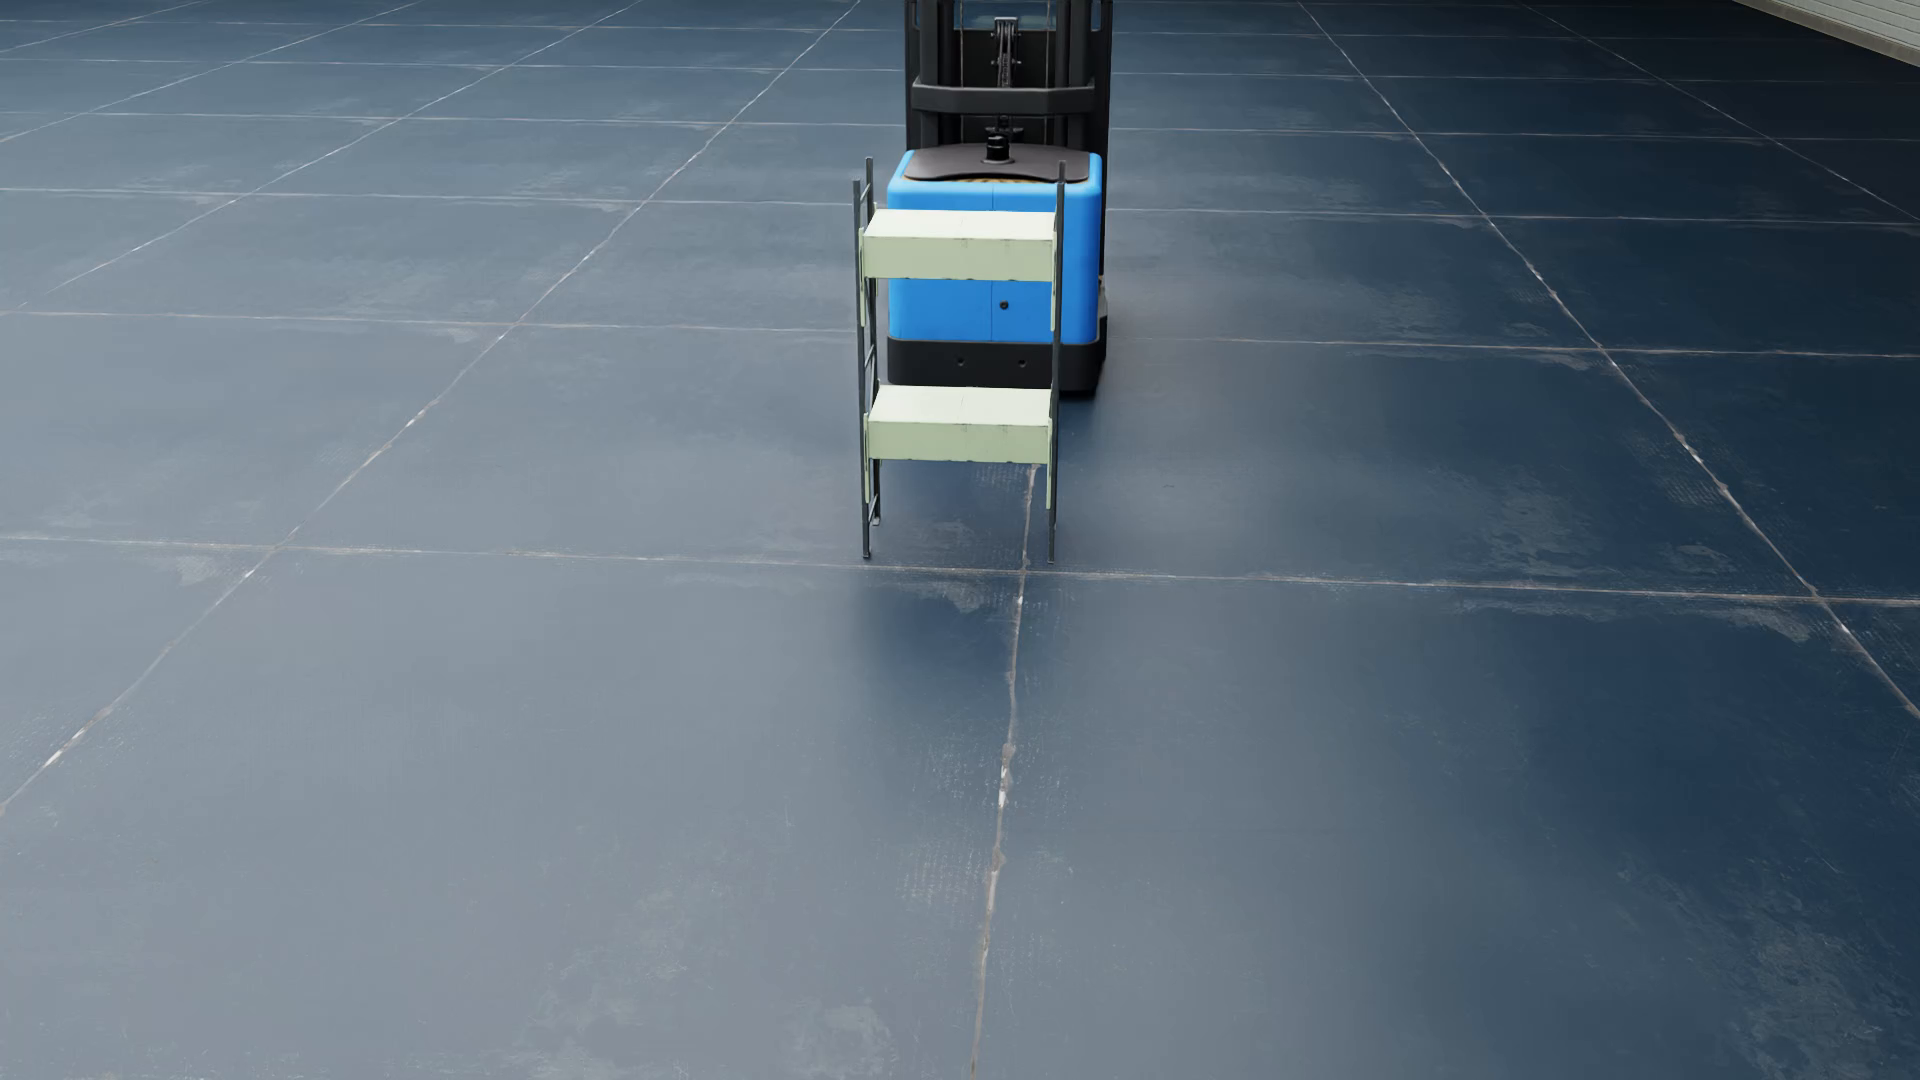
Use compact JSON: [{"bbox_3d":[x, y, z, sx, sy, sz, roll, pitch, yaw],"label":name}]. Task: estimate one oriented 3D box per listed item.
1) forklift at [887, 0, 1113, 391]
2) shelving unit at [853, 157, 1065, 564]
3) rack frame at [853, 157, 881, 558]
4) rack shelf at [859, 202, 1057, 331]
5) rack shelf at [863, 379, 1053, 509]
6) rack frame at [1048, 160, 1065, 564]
[{"bbox_3d":[0.273,-2.642,8.986,1.130,2.935,3.031,2,25,4],"label":"forklift"},{"bbox_3d":[0.007,-0.681,6.436,0.755,1.500,0.431,2,25,4],"label":"shelving unit"},{"bbox_3d":[-0.358,-0.693,6.461,0.023,1.500,0.400,2,25,4],"label":"rack frame"},{"bbox_3d":[0.007,-1.036,6.273,0.720,0.370,0.431,2,25,4],"label":"rack shelf"},{"bbox_3d":[0.007,-0.385,6.572,0.720,0.370,0.431,2,25,4],"label":"rack shelf"},{"bbox_3d":[0.372,-0.669,6.411,0.023,1.500,0.400,2,25,4],"label":"rack frame"}]
